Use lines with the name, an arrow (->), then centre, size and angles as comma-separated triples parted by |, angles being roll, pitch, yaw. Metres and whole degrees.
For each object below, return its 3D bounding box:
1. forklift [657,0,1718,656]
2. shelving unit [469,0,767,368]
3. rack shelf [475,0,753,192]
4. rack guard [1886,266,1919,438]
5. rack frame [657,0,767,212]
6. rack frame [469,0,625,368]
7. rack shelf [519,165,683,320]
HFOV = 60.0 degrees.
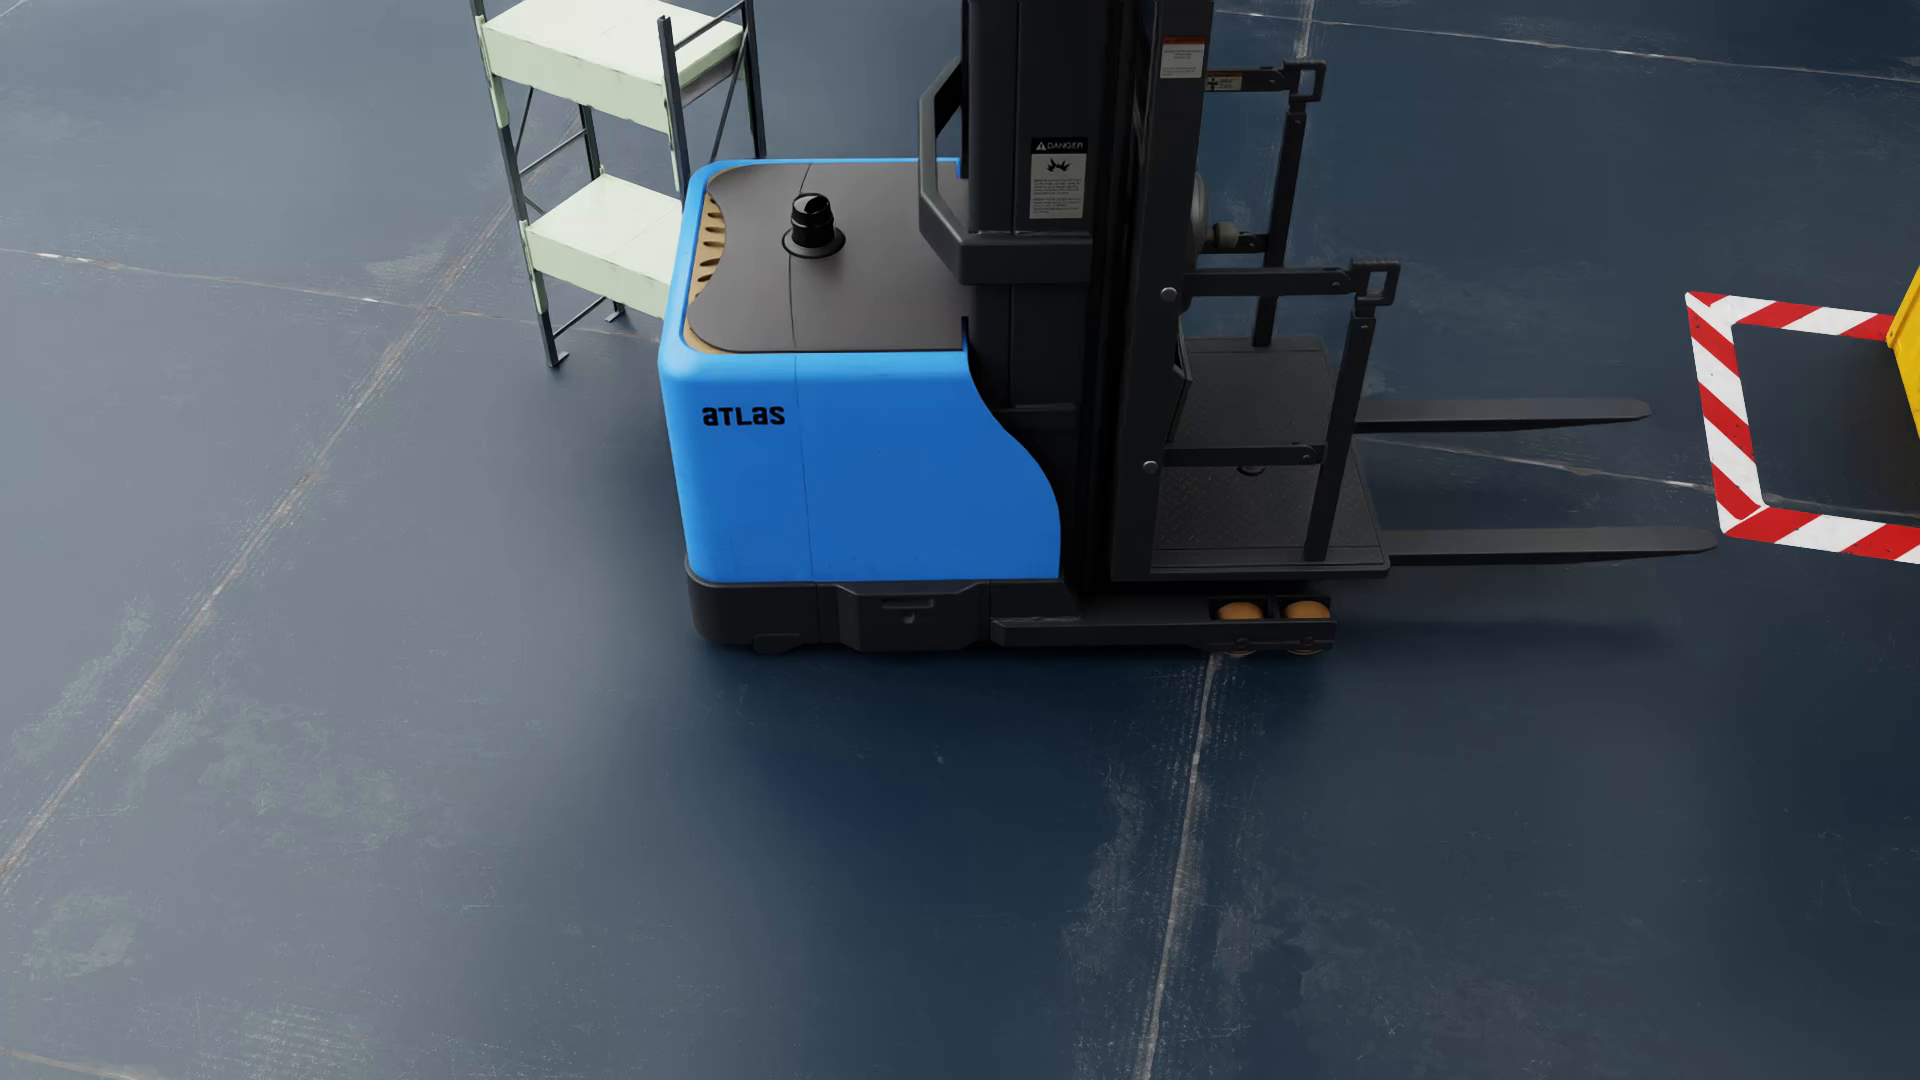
forklift -> 0.720, -1.085, 4.264 | 3.031, 2.935, 1.130 | -1, 44, -1
shelving unit -> -1.035, -1.140, 5.352 | 0.755, 1.500, 0.431 | 23, 48, 22
rack shelf -> -1.035, -1.421, 5.082 | 0.720, 0.370, 0.431 | 23, 48, 22
rack guard -> 3.400, -0.531, 5.441 | 0.348, 0.500, 1.175 | 9, 45, 9
rack frame -> -0.722, -1.007, 5.215 | 0.023, 1.500, 0.400 | 23, 48, 22
rack frame -> -1.347, -1.272, 5.490 | 0.023, 1.500, 0.400 | 23, 48, 22
rack shelf -> -1.035, -0.905, 5.579 | 0.720, 0.370, 0.431 | 23, 48, 22
